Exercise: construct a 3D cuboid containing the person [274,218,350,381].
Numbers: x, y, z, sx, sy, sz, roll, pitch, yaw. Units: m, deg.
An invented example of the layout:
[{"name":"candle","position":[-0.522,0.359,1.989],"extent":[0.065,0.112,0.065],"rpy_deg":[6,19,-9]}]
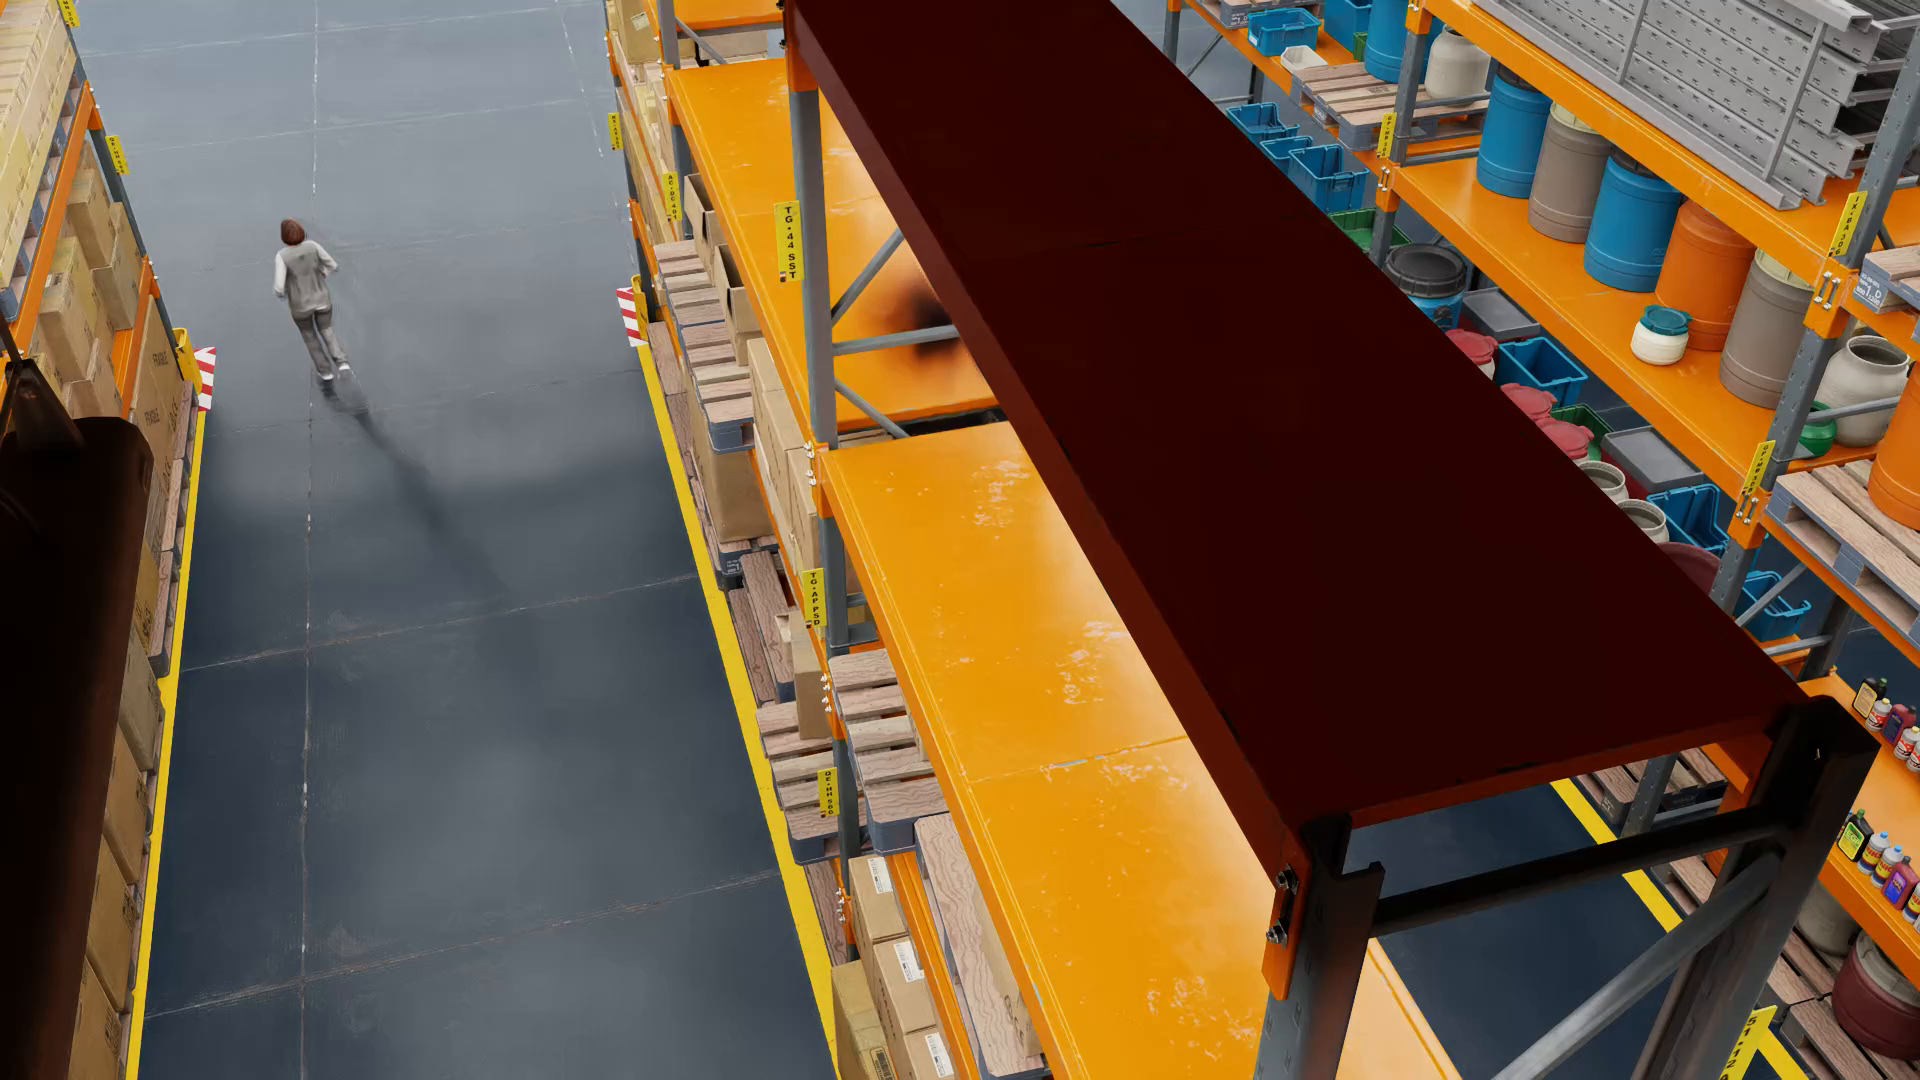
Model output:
[{"name":"person","position":[-5.485,-1.996,14.090],"extent":[0.566,1.573,0.616],"rpy_deg":[-27,45,-29]}]
